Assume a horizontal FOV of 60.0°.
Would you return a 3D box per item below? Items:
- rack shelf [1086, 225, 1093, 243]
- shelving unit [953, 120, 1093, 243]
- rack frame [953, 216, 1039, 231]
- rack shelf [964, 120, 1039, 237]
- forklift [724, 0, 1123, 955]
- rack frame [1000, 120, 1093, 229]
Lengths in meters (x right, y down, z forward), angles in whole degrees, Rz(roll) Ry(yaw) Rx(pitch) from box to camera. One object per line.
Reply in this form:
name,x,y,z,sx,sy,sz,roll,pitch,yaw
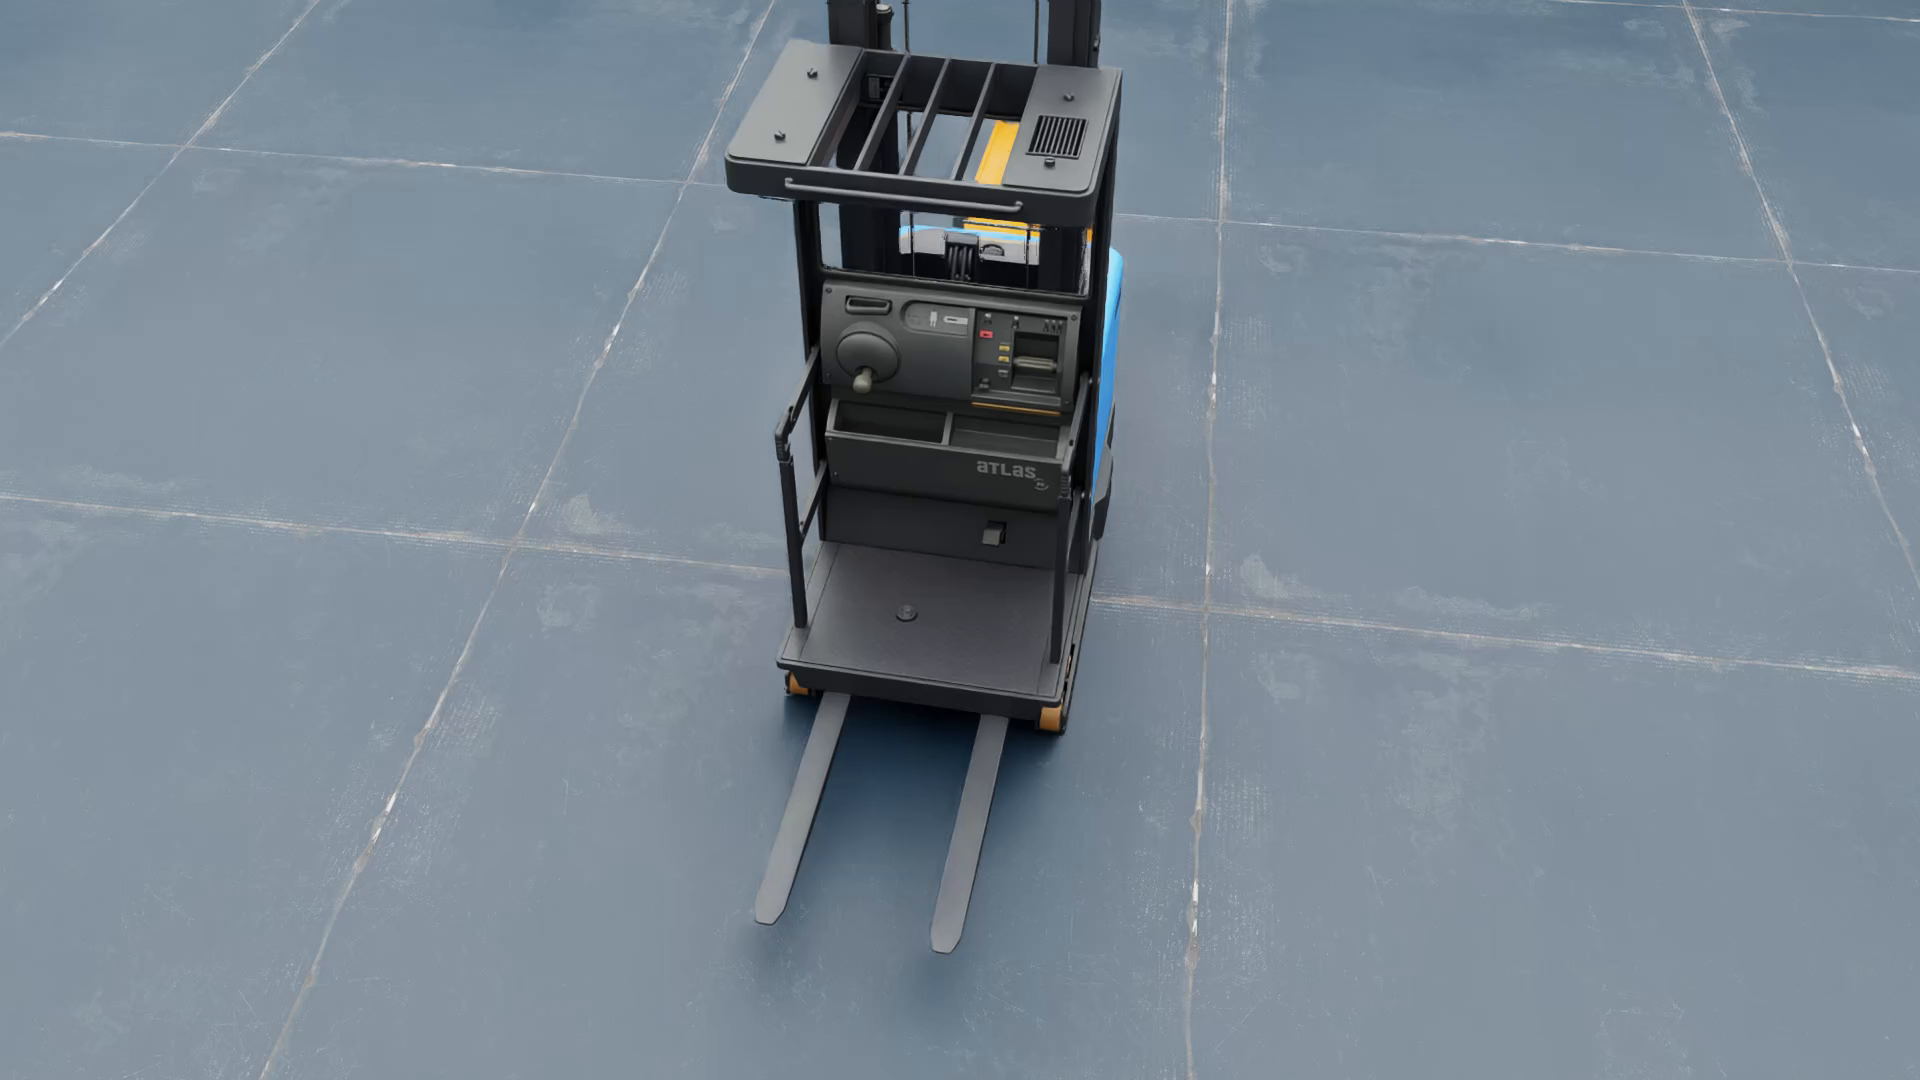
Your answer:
rack shelf,0.321,-1.168,8.044,0.538,0.278,1.000,8,44,8
shelving unit,0.321,-1.346,7.875,0.538,1.125,1.048,8,44,8
rack frame,0.219,-1.004,7.514,0.500,1.125,0.032,8,44,8
rack shelf,0.321,-1.558,7.674,0.538,0.278,1.000,8,44,8
forklift,-0.077,-0.597,5.771,1.130,2.935,3.031,7,44,8
rack frame,0.424,-1.688,8.237,0.500,1.125,0.032,8,44,8
